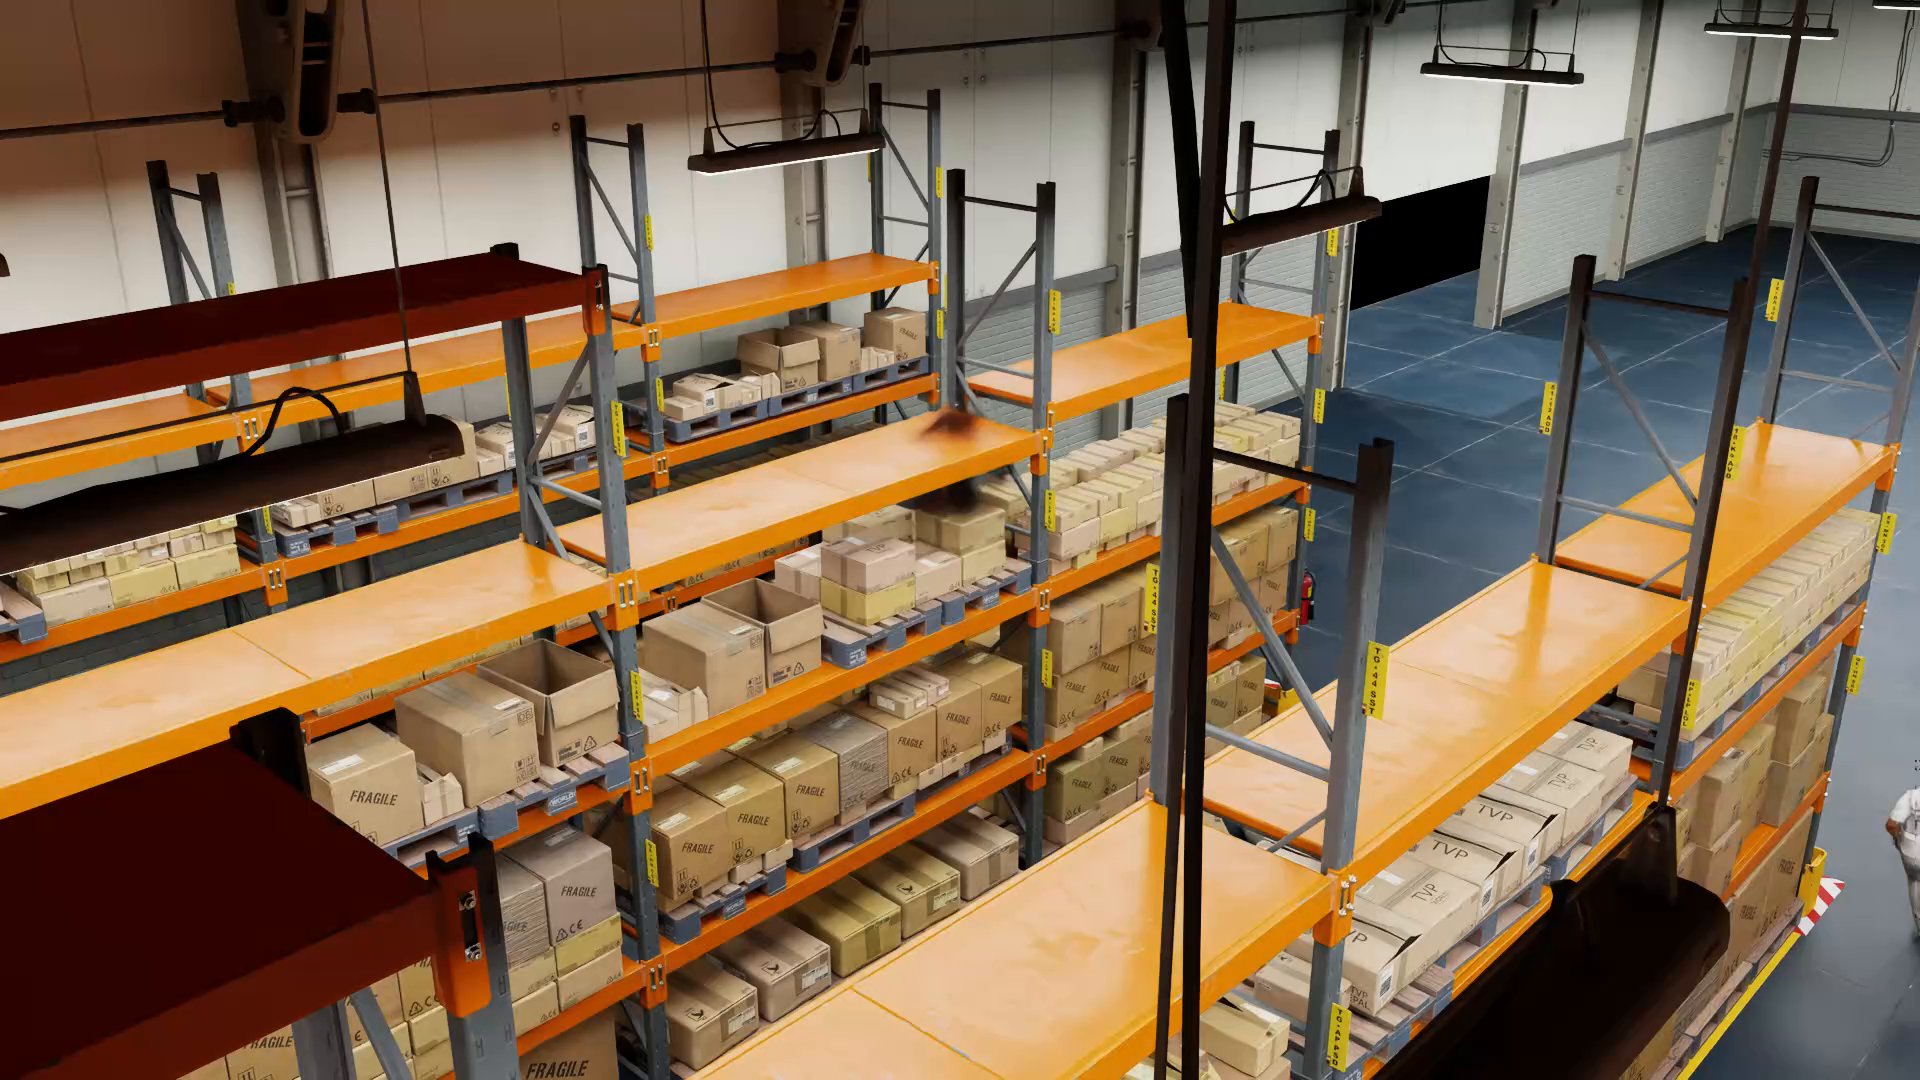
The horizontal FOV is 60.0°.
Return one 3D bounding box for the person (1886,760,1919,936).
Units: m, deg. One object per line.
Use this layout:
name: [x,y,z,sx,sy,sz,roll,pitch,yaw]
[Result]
person: [7.777,2.487,13.421,0.648,1.593,0.529,6,22,14]
